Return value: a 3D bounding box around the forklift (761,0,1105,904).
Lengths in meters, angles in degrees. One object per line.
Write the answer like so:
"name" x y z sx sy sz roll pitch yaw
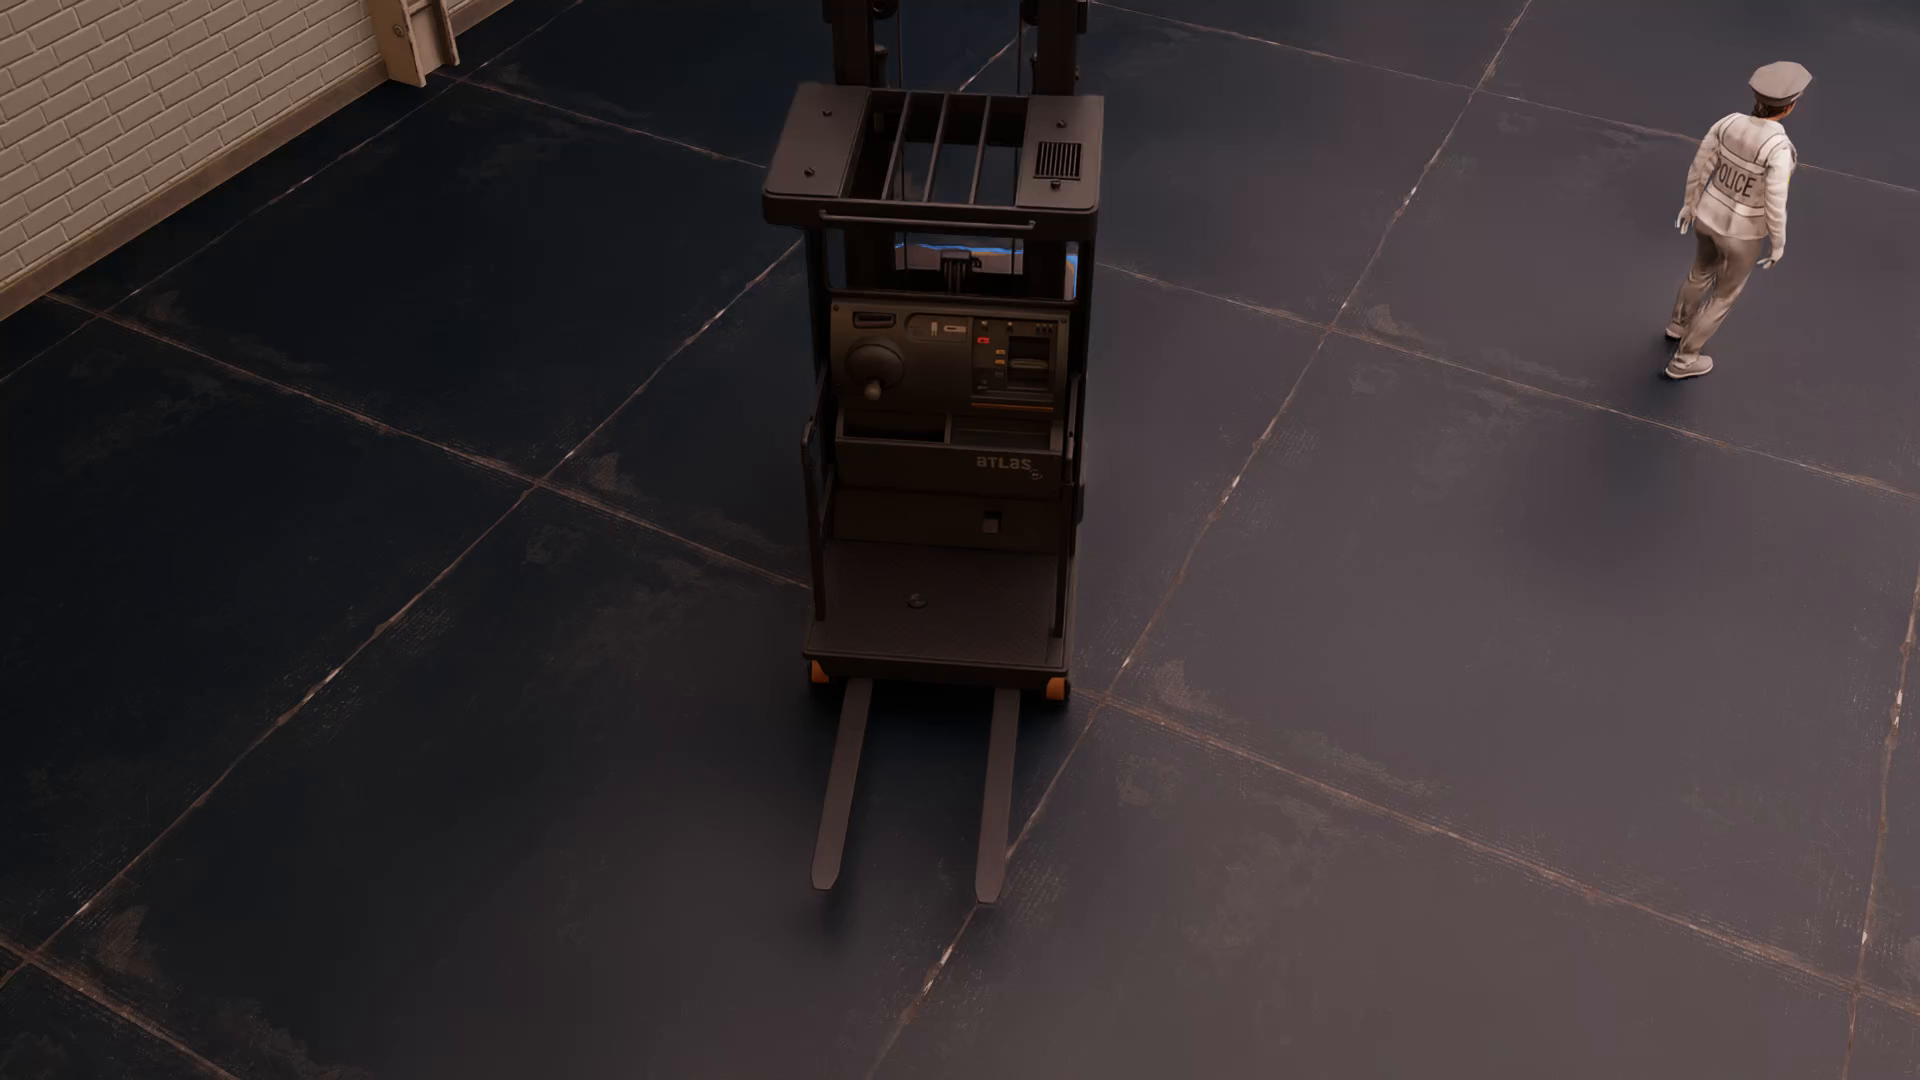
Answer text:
"forklift" -0.061 -0.634 6.327 1.130 2.935 3.031 4 43 4

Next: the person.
"person" 3.879 -1.559 8.272 0.492 1.721 0.574 -17 46 -18
